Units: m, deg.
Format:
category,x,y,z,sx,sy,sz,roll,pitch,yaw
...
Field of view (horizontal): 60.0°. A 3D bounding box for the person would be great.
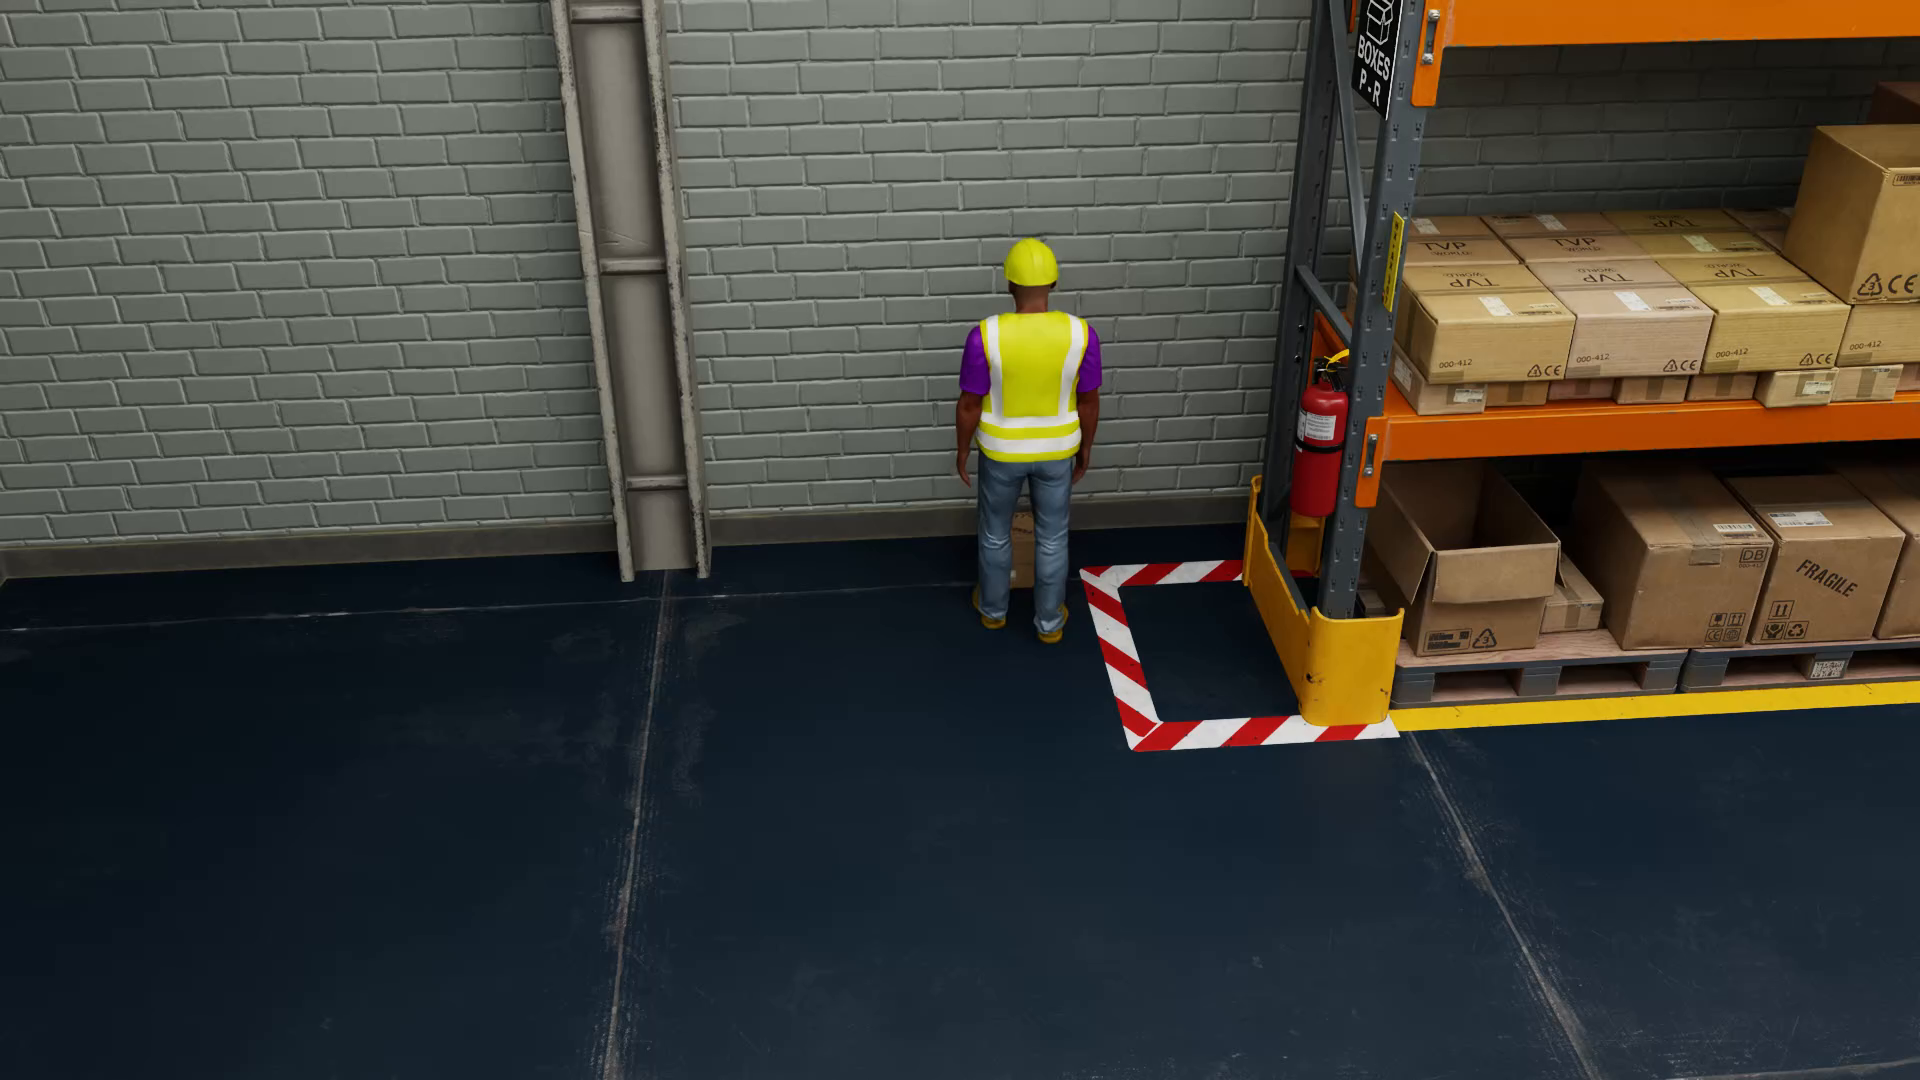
category,x,y,z,sx,sy,sz,roll,pitch,yaw
person,0.264,-0.382,6.753,0.564,1.763,0.380,-2,31,-3
